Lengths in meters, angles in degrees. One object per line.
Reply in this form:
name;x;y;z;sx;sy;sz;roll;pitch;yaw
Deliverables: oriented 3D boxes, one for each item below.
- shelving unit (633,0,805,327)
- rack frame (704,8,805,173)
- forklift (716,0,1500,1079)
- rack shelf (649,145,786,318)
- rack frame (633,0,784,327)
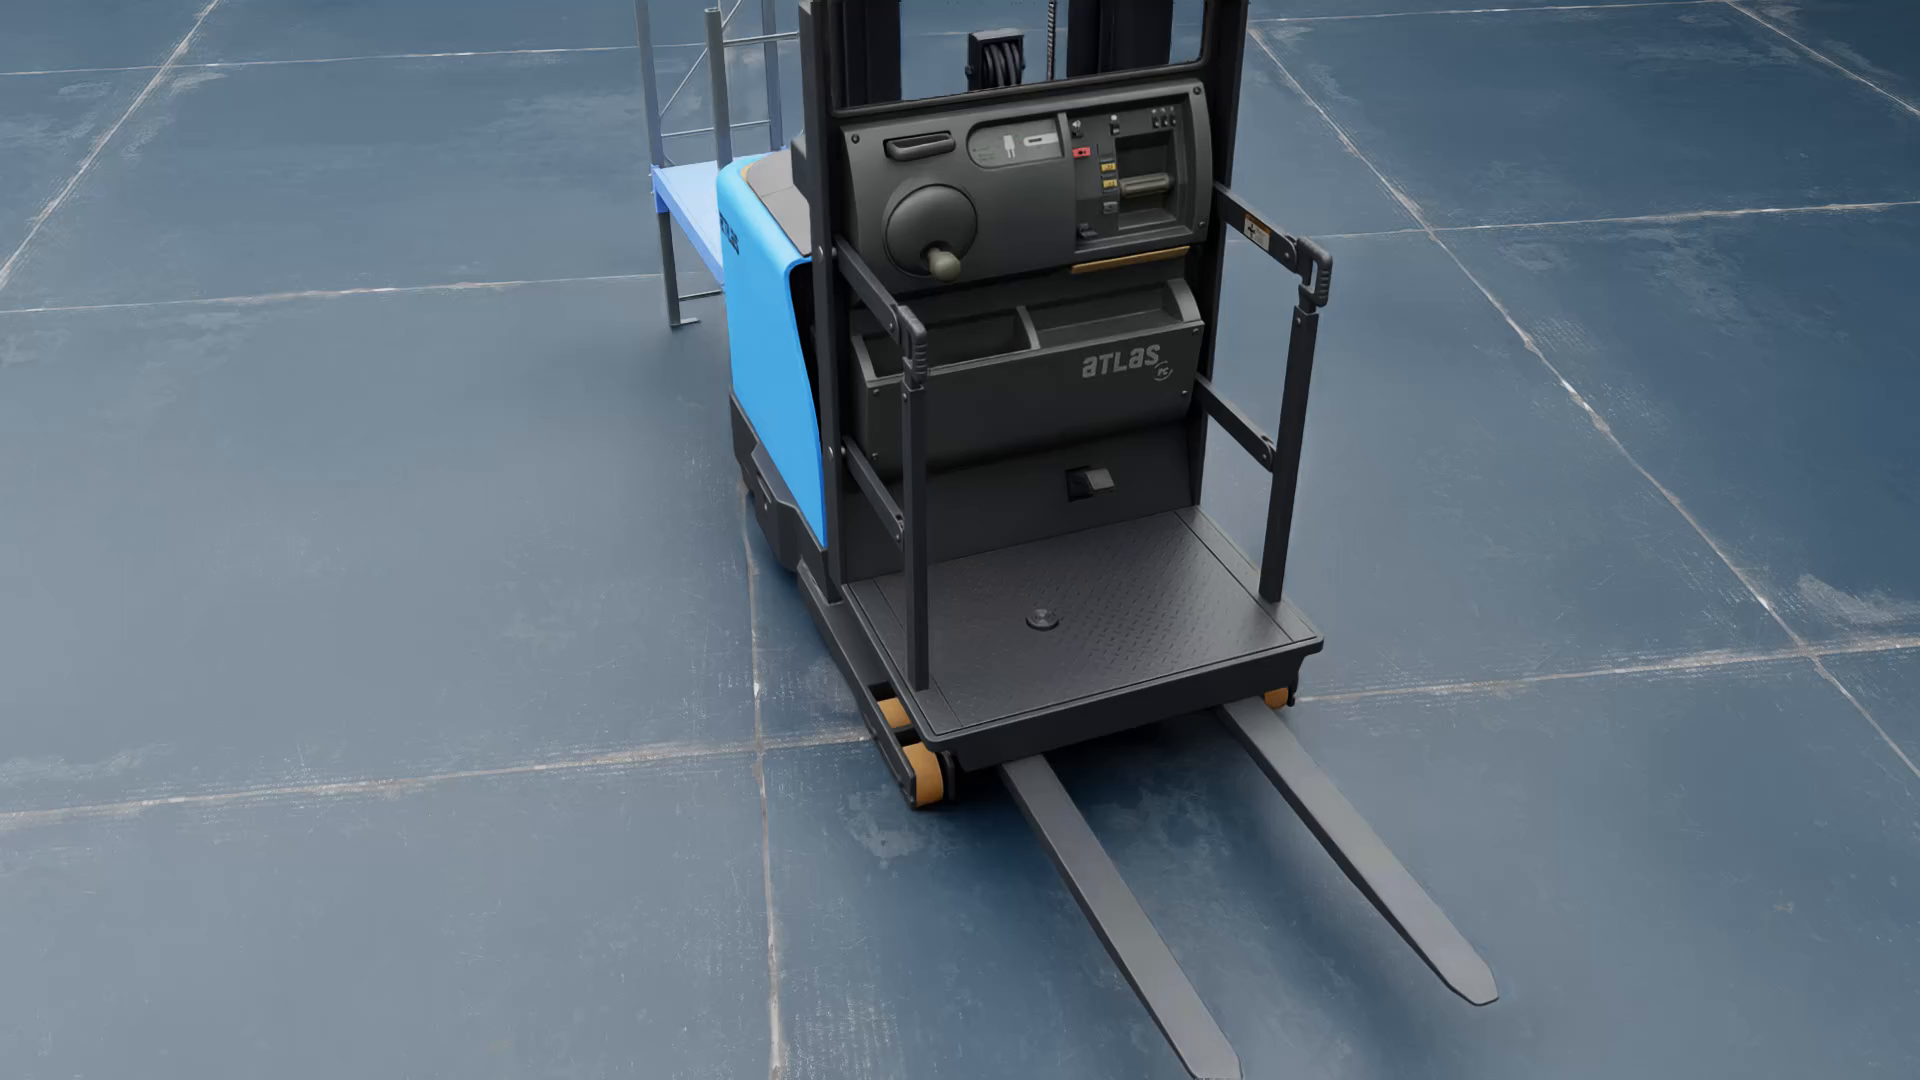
shelving unit;-0.707;-1.244;5.743;0.538;1.500;1.048;-13;36;-18
rack frame;-0.513;-0.979;5.354;0.500;1.500;0.032;-13;36;-18
forklift;0.259;-0.799;3.820;1.130;2.935;3.031;-13;36;-18
rack shelf;-0.707;-1.095;5.844;0.538;0.185;1.000;-13;36;-18
rack frame;-0.900;-1.508;6.131;0.500;1.500;0.032;-13;36;-18
